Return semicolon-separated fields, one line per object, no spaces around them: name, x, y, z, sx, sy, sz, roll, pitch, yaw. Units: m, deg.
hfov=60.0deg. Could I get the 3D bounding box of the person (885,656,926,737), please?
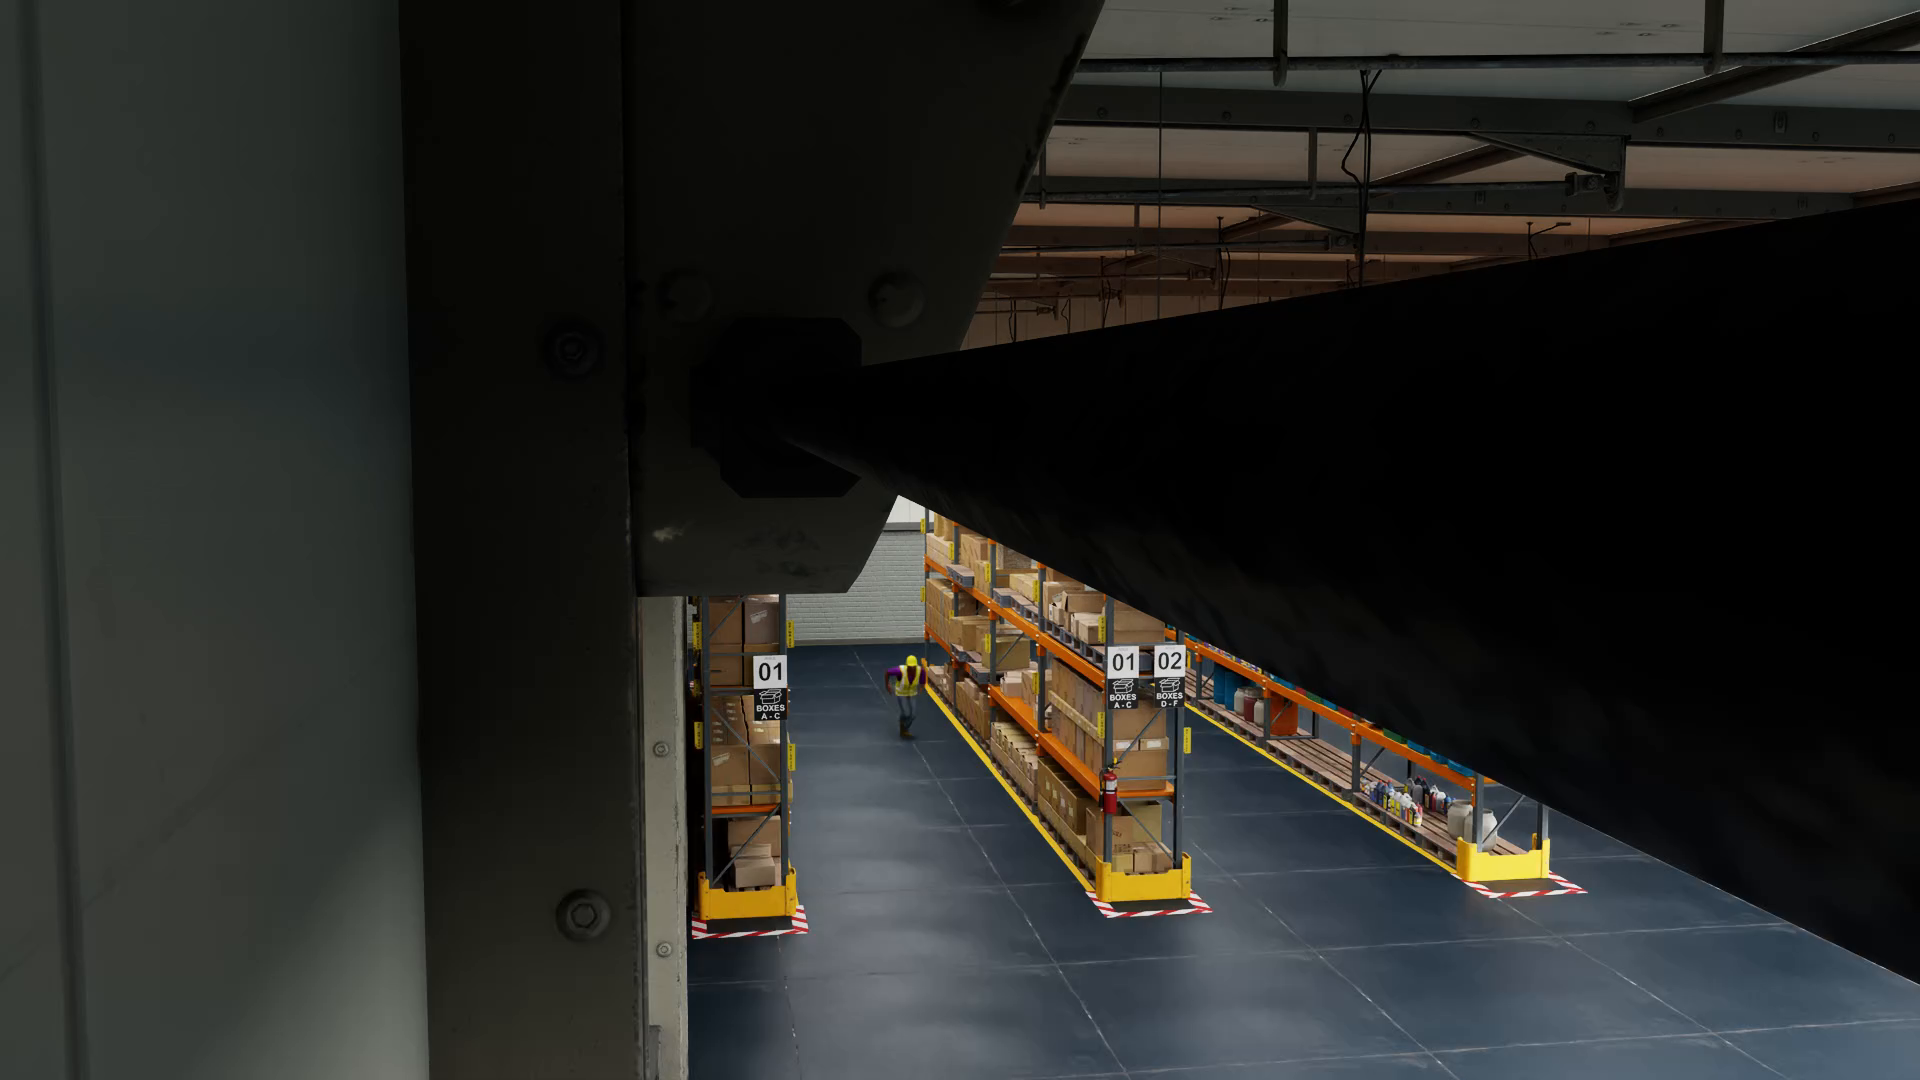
person;-0.991;2.870;30.401;0.733;1.578;0.830;-2;5;-18
